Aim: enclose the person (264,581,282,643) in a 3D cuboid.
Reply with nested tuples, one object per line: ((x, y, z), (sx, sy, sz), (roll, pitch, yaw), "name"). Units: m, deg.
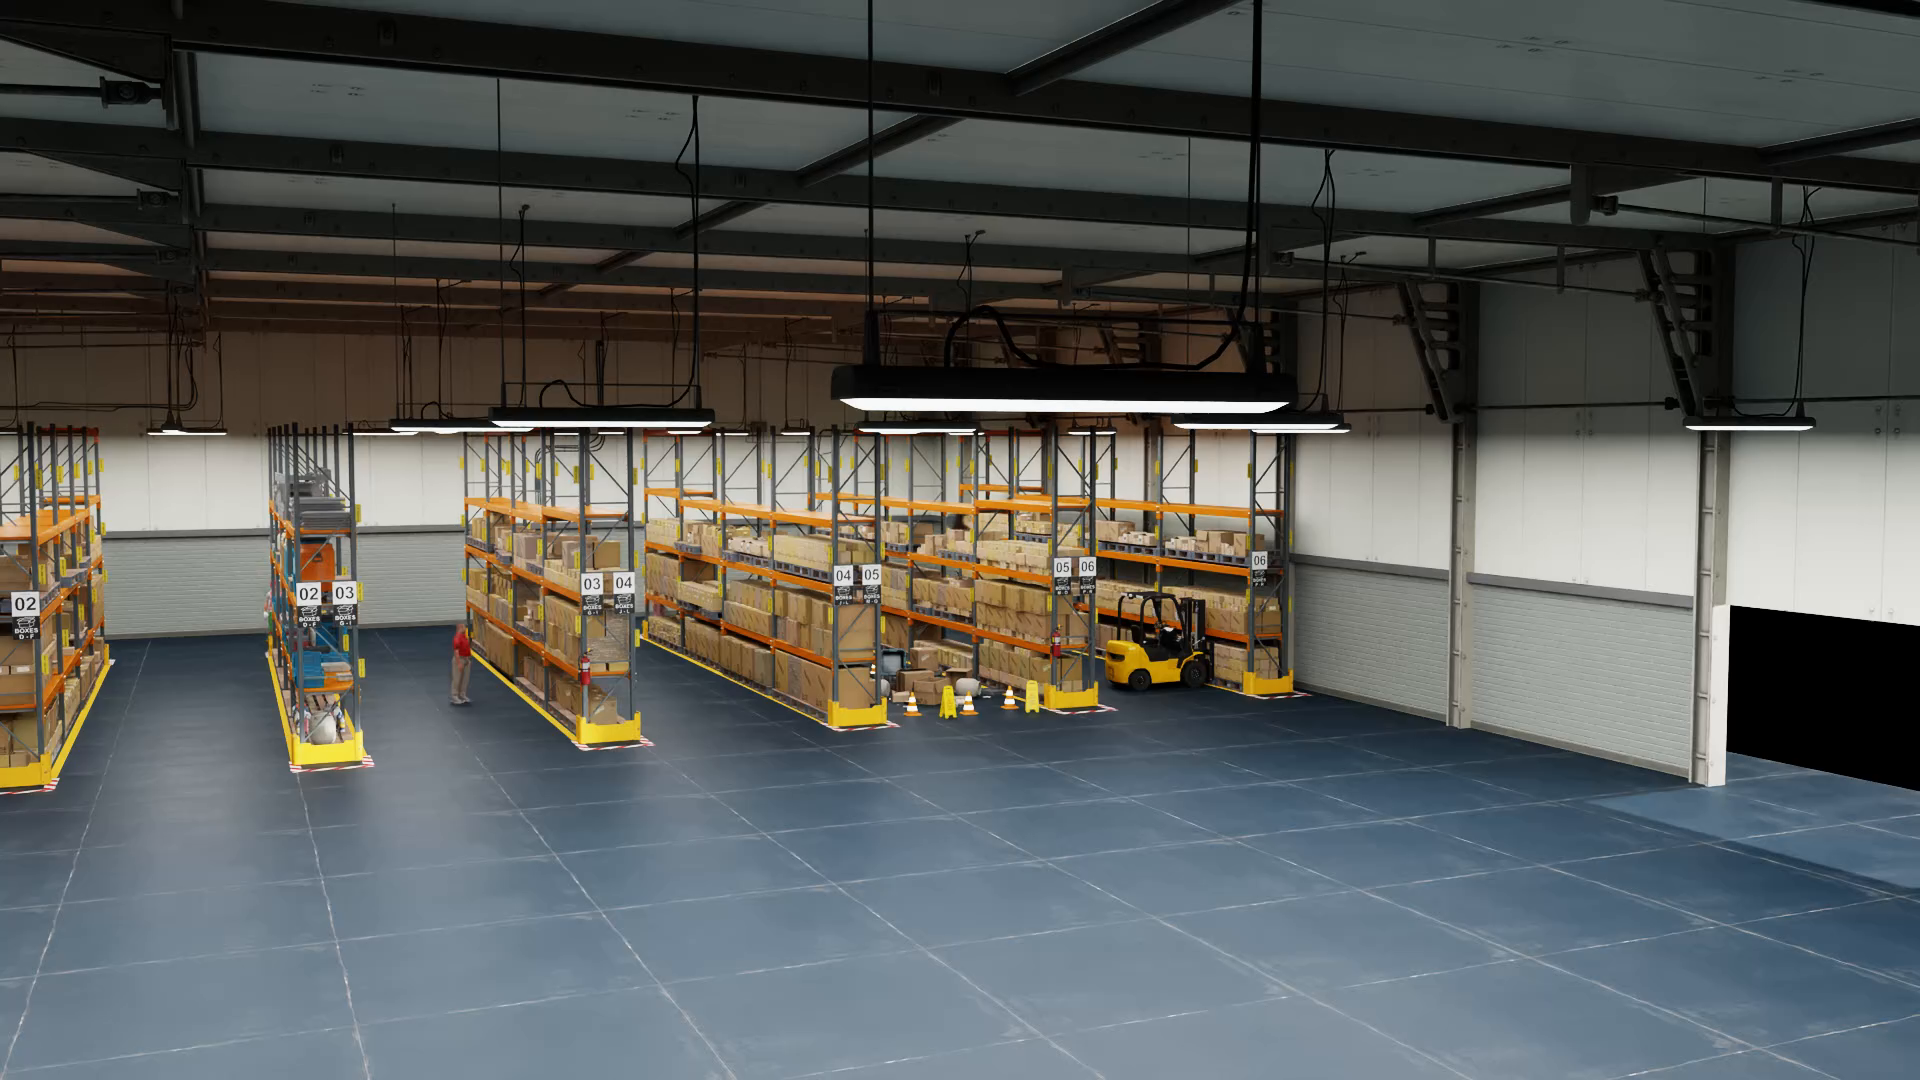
((-19.087, 2.010, 46.397), (0.657, 1.735, 1.097), (-1, 4, -16), "person")

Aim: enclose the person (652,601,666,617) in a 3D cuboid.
((-9.022, 1.852, 49.563), (0.467, 1.655, 0.454), (1, 4, 8), "person")

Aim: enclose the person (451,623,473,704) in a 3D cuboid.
((-10.794, 2.658, 36.024), (0.386, 1.740, 0.589), (1, 4, 15), "person")
